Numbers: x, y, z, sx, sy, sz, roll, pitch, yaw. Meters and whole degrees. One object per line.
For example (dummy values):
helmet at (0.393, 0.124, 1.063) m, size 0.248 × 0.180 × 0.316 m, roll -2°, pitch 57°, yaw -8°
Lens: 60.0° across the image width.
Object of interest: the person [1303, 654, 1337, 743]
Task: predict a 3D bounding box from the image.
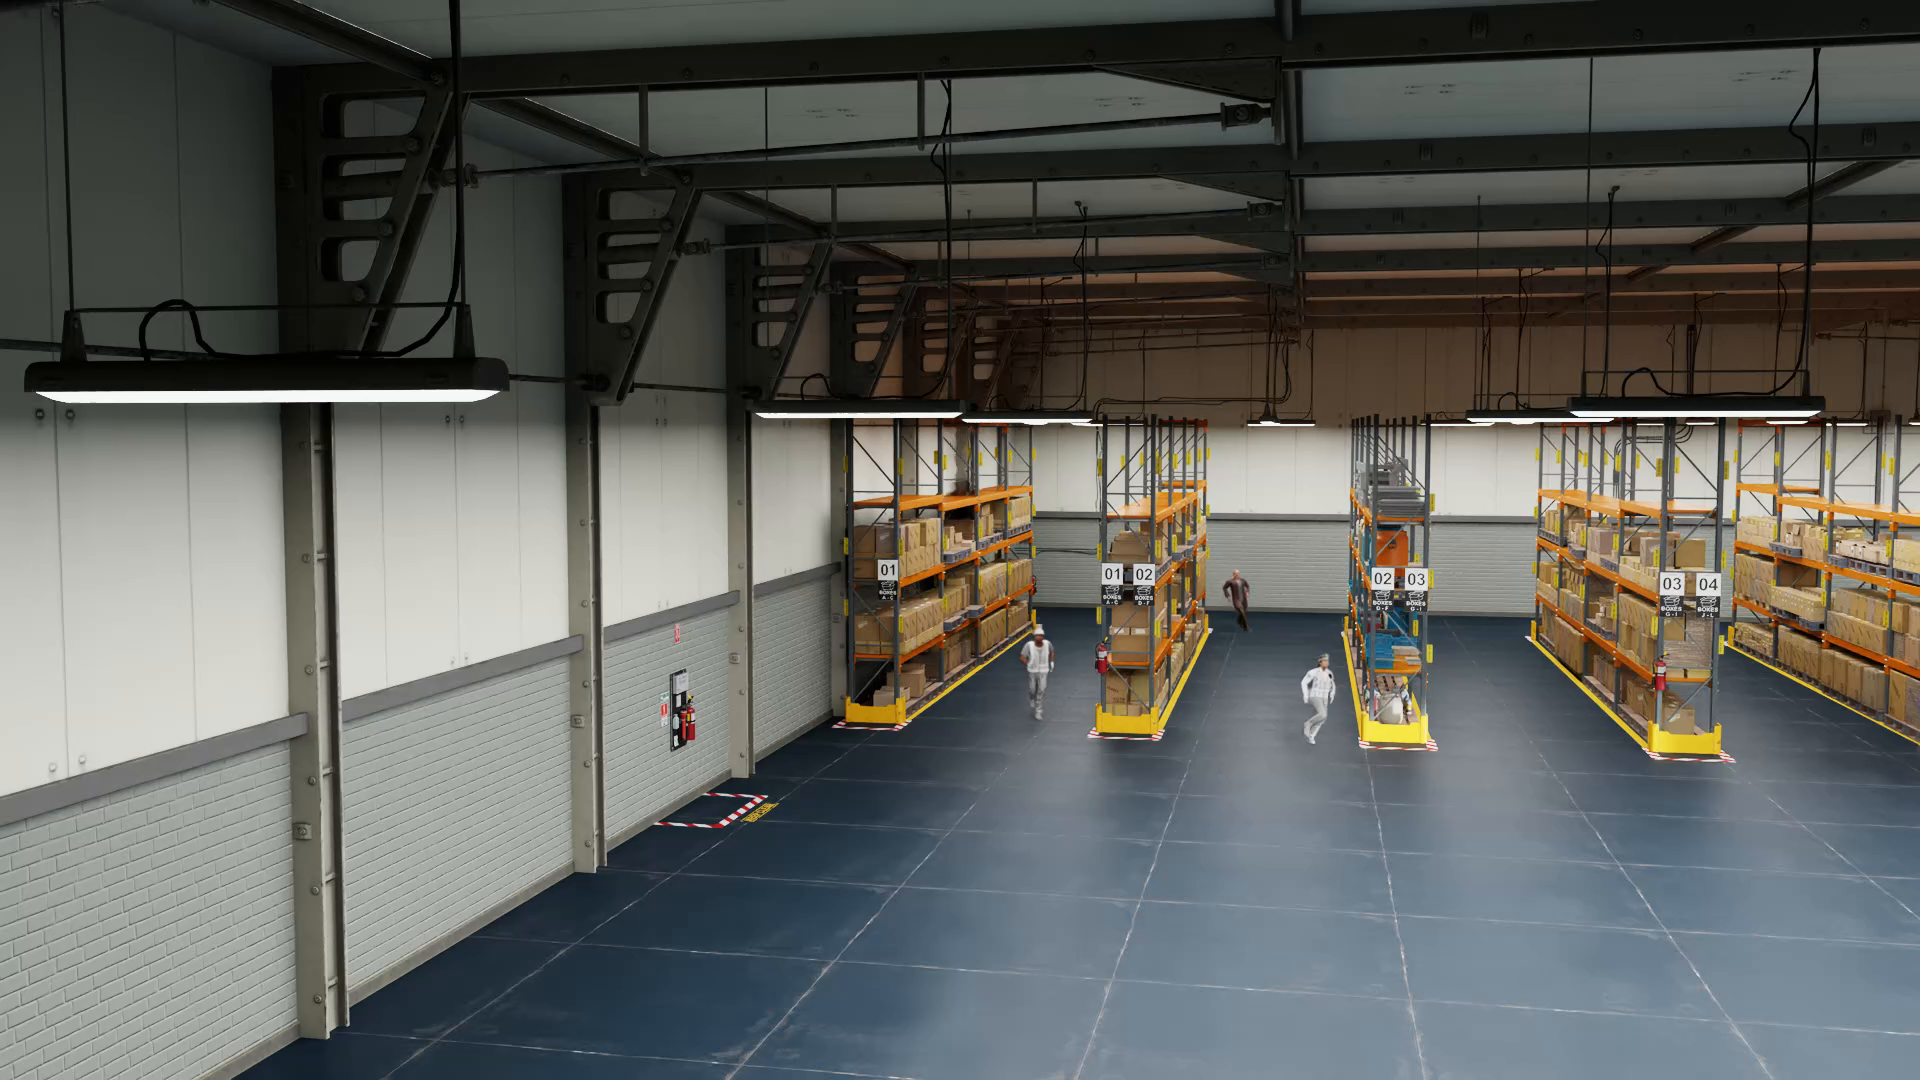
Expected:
person at (6.622, 2.889, 30.275) m, size 0.627 × 1.623 × 0.548 m, roll -2°, pitch 4°, yaw -22°

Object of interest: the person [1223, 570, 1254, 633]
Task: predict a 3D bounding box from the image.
person at (7.869, 1.720, 46.878) m, size 0.773 × 1.733 × 1.027 m, roll -1°, pitch 4°, yaw -17°

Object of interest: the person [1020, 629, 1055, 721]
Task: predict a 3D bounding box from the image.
person at (1.545, 2.645, 33.058) m, size 0.707 × 1.769 × 0.963 m, roll 0°, pitch 4°, yaw -6°
